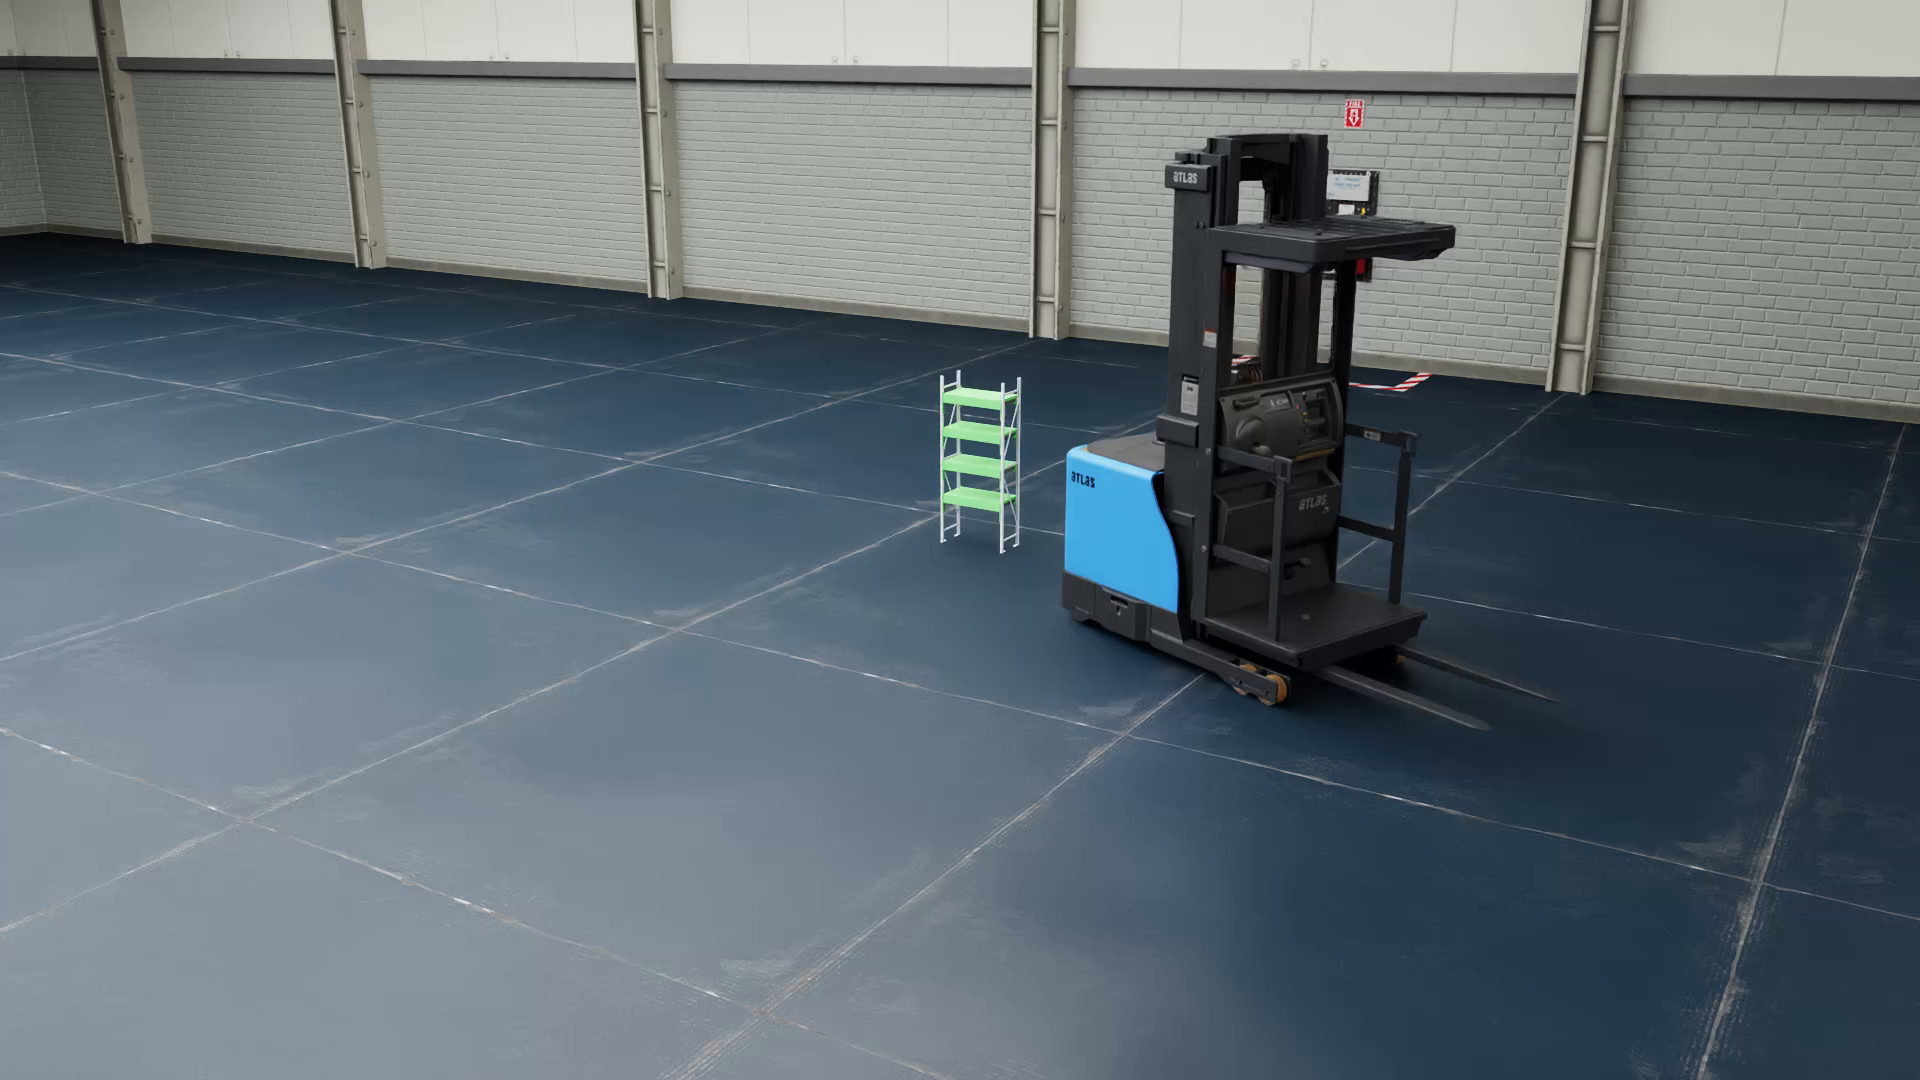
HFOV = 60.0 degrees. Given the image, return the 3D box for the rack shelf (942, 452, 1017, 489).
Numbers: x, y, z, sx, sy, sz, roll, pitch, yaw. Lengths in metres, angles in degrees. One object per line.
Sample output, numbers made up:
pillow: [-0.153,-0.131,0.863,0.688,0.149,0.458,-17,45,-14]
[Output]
rack shelf: [0.141,-0.488,11.643,0.480,0.148,0.258,10,20,30]

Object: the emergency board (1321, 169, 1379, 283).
emergency board: [4.095,-3.340,17.716,0.643,1.169,0.194,10,20,30]

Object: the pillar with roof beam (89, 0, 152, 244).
pillar with roof beam: [-16.523,-8.410,24.083,0.400,9.000,9.100,10,20,30]

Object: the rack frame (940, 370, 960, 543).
rack frame: [-0.067,-0.586,11.746,0.015,1.200,0.240,10,20,30]

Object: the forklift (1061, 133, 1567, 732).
forklift: [1.911,-0.673,9.053,1.130,2.935,3.031,-12,21,-35]

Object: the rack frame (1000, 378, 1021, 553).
rack frame: [0.349,-0.512,11.502,0.015,1.200,0.240,10,20,30]

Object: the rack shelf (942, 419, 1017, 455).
rack shelf: [0.141,-0.717,11.573,0.480,0.148,0.258,10,20,30]

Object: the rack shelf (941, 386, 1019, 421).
rack shelf: [0.141,-0.947,11.503,0.480,0.148,0.258,10,20,30]

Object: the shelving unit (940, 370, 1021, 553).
shelving unit: [0.141,-0.549,11.624,0.503,1.200,0.258,10,20,30]

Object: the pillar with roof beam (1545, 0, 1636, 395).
pillar with roof beam: [3.928,-4.759,12.065,0.400,9.000,9.100,10,20,30]

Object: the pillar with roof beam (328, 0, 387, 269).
pillar with roof beam: [-11.410,-7.497,21.079,0.400,9.000,9.100,10,20,30]

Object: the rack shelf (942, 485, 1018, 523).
rack shelf: [0.141,-0.258,11.712,0.480,0.148,0.258,10,20,30]

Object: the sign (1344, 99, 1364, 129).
sign: [4.141,-4.475,17.464,0.199,0.298,0.001,10,20,30]

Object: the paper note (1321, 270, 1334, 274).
paper note: [3.981,-2.963,17.989,0.142,0.148,0.016,10,20,30]

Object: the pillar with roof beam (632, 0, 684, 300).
pillar with roof beam: [-6.297,-6.584,18.074,0.400,9.000,9.100,10,20,30]

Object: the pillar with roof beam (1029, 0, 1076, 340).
pillar with roof beam: [-1.185,-5.672,15.070,0.400,9.000,9.100,10,20,30]
